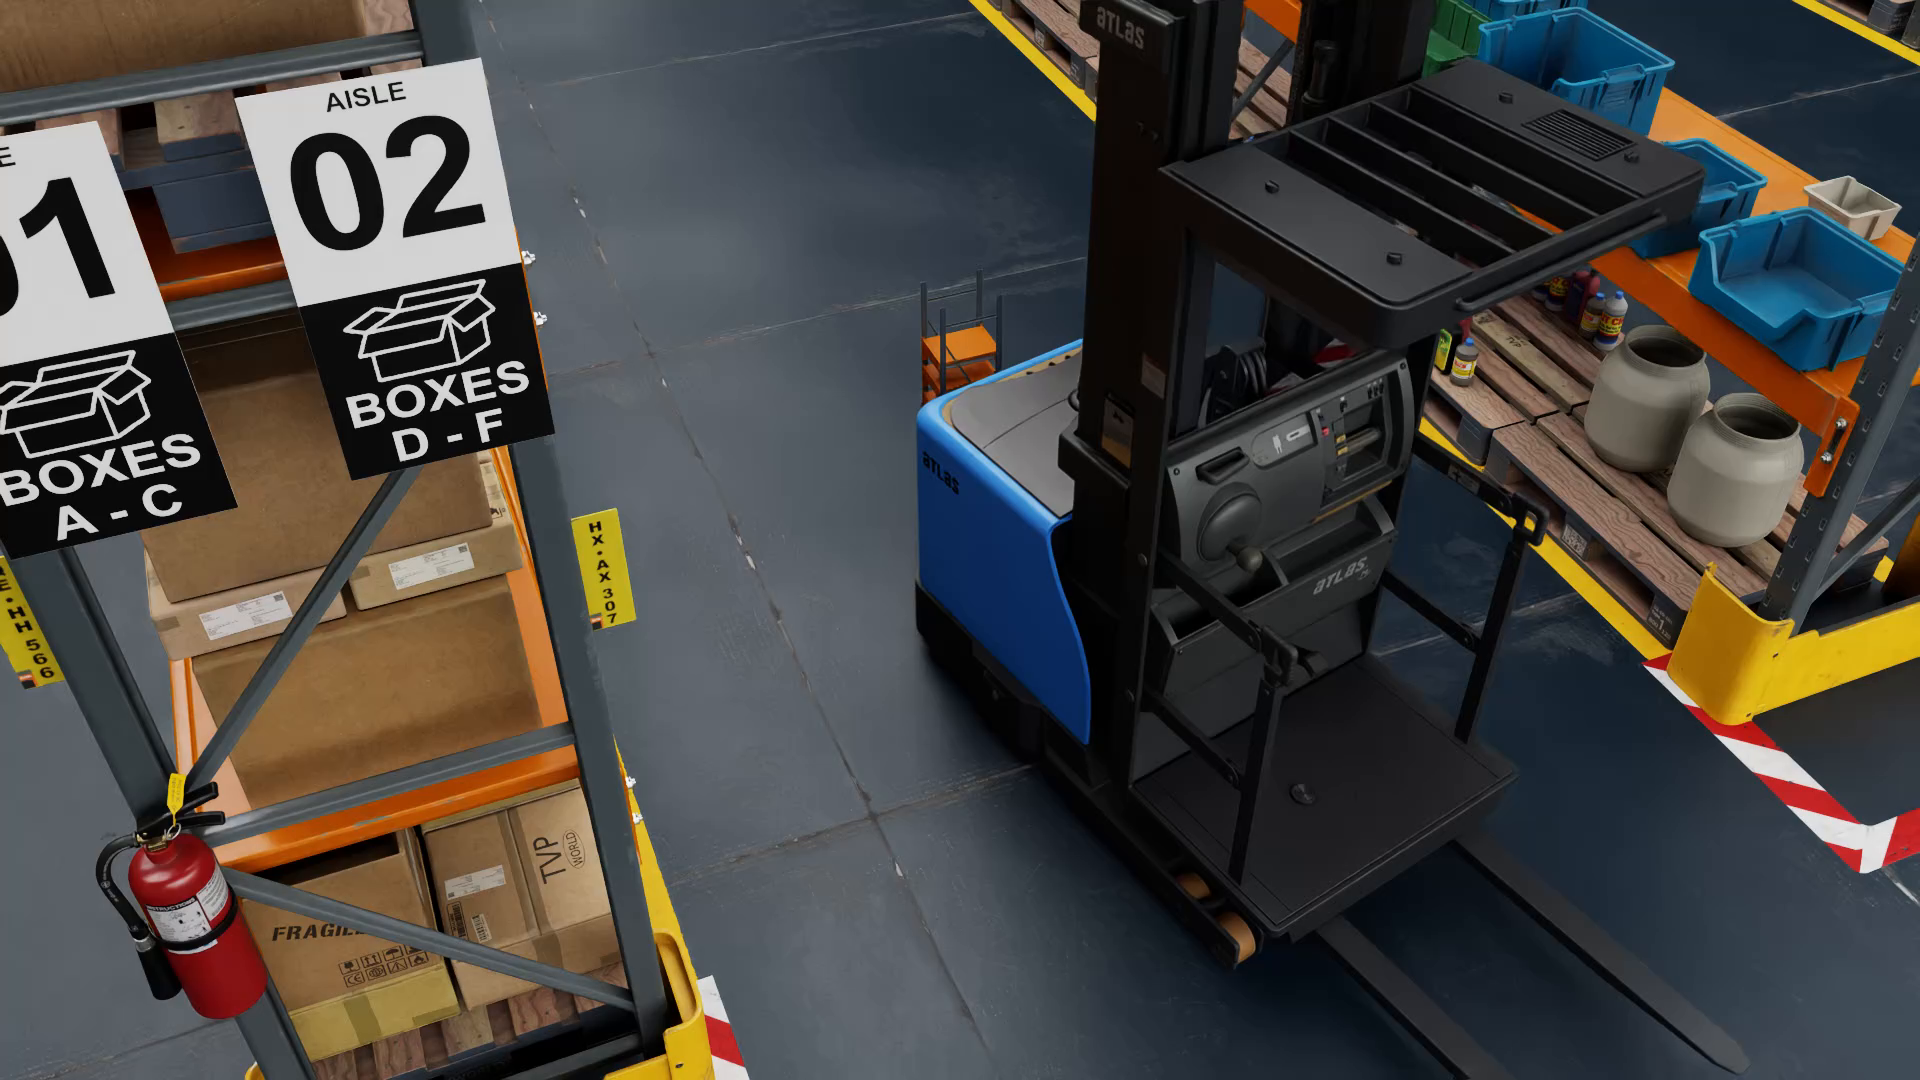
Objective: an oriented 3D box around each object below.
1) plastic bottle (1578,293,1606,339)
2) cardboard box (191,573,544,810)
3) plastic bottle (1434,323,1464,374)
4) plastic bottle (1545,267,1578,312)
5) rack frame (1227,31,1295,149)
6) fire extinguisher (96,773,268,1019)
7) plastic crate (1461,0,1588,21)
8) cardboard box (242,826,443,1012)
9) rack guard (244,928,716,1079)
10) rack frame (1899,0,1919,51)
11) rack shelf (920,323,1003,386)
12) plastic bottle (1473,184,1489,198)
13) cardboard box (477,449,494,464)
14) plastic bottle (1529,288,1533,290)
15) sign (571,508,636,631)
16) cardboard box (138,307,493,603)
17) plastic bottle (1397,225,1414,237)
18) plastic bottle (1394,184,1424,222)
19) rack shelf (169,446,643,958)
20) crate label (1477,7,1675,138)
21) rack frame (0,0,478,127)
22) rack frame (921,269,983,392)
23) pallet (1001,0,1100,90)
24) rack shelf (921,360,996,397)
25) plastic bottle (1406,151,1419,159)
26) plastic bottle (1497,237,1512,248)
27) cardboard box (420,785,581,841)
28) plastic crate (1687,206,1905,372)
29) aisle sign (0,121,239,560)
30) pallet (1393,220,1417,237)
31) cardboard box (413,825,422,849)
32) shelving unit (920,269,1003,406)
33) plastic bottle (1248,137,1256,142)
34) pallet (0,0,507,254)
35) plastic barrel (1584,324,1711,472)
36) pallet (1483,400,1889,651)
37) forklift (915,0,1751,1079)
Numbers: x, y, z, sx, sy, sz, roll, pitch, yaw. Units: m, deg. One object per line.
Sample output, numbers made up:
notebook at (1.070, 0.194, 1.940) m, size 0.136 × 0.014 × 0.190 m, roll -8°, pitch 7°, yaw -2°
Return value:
plastic bottle at (2.838, -1.010, 7.433) m, size 0.097 × 0.201 × 0.097 m, roll 0°, pitch 41°, yaw 0°
cardboard box at (-1.461, 0.239, 4.095) m, size 0.700 × 0.500 × 0.500 m, roll -15°, pitch 43°, yaw -17°
plastic bottle at (2.114, -0.872, 7.209) m, size 0.061 × 0.283 × 0.133 m, roll -14°, pitch 43°, yaw -16°
plastic bottle at (2.746, -1.181, 7.578) m, size 0.097 × 0.271 × 0.097 m, roll 0°, pitch 41°, yaw 0°
rack frame at (1.753, -3.082, 8.033) m, size 1.000 × 3.000 × 0.127 m, roll -15°, pitch 43°, yaw -17°
fire extinguisher at (-1.679, 0.778, 3.605) m, size 0.296 × 0.674 × 0.183 m, roll -15°, pitch 43°, yaw -17°
plastic crate at (2.427, -2.427, 7.385) m, size 0.499 × 0.251 × 0.616 m, roll -15°, pitch 43°, yaw -17°
cardboard box at (-1.775, 0.911, 4.601) m, size 0.500 × 0.500 × 0.500 m, roll -15°, pitch 43°, yaw -17°
rack guard at (-1.285, 1.523, 4.595) m, size 1.175 × 0.500 × 0.348 m, roll -15°, pitch 43°, yaw -17°
rack frame at (6.329, -4.318, 9.470) m, size 1.000 × 3.000 × 0.127 m, roll -15°, pitch 43°, yaw -17°
rack shelf at (0.006, -0.685, 6.143) m, size 0.258 × 0.103 × 0.180 m, roll -15°, pitch 43°, yaw -17°
plastic bottle at (2.462, -1.618, 8.025) m, size 0.144 × 0.351 × 0.185 m, roll -15°, pitch 43°, yaw -17°
cardboard box at (-1.349, -0.171, 4.074) m, size 0.380 × 0.149 × 0.250 m, roll -16°, pitch 43°, yaw -18°
plastic bottle at (2.670, -1.274, 7.740) m, size 0.097 × 0.201 × 0.097 m, roll 0°, pitch 41°, yaw 0°
sign at (-0.780, 0.068, 3.646) m, size 0.100 × 0.325 × 0.005 m, roll -15°, pitch 43°, yaw -17°
cardboard box at (-1.482, -0.285, 3.709) m, size 0.700 × 0.500 × 0.500 m, roll -15°, pitch 43°, yaw -17°
plastic bottle at (2.040, -1.309, 7.723) m, size 0.152 × 0.276 × 0.135 m, roll -15°, pitch 43°, yaw -17°
plastic bottle at (2.212, -1.732, 8.215) m, size 0.152 × 0.276 × 0.135 m, roll -15°, pitch 43°, yaw -17°
rack shelf at (-2.060, -0.371, 5.432) m, size 1.077 × 0.370 × 4.000 m, roll -15°, pitch 43°, yaw -17°
crate label at (2.329, -1.727, 6.431) m, size 0.502 × 0.435 × 0.616 m, roll -15°, pitch 43°, yaw -17°
rack frame at (-1.295, -1.714, 1.841) m, size 1.000 × 3.000 × 0.127 m, roll -15°, pitch 43°, yaw -17°
rack frame at (-0.029, -0.501, 6.413) m, size 0.240 × 1.200 × 0.006 m, roll -15°, pitch 43°, yaw -17°
pallet at (0.946, -3.224, 10.337) m, size 1.003 × 0.211 × 1.213 m, roll -15°, pitch 43°, yaw -17°
rack shelf at (0.006, -0.594, 6.221) m, size 0.258 × 0.103 × 0.180 m, roll -15°, pitch 43°, yaw -17°
plastic bottle at (2.265, -1.928, 8.386) m, size 0.144 × 0.351 × 0.185 m, roll -16°, pitch 43°, yaw -18°
plastic bottle at (2.591, -1.398, 7.884) m, size 0.097 × 0.201 × 0.097 m, roll 0°, pitch 41°, yaw 0°
cardboard box at (-1.489, 0.766, 5.346) m, size 0.500 × 0.250 × 0.500 m, roll -15°, pitch 43°, yaw -17°
plastic crate at (2.815, -0.843, 5.544) m, size 0.499 × 0.251 × 0.616 m, roll -15°, pitch 43°, yaw -17°
aisle sign at (-1.541, -0.312, 2.818) m, size 0.394 × 0.787 × 0.004 m, roll -15°, pitch 43°, yaw -17°
pallet at (1.971, -1.610, 8.460) m, size 1.003 × 0.211 × 1.213 m, roll -15°, pitch 43°, yaw -17°
cardboard box at (-1.975, 0.897, 5.193) m, size 0.500 × 0.250 × 0.500 m, roll -15°, pitch 43°, yaw -17°
shelving unit at (0.006, -0.446, 6.349) m, size 0.258 × 1.200 × 0.189 m, roll -15°, pitch 43°, yaw -17°
plastic bottle at (1.470, -1.913, 8.429) m, size 0.097 × 0.271 × 0.097 m, roll 0°, pitch 41°, yaw 0°
pallet at (-1.541, -0.975, 3.351) m, size 1.003 × 0.211 × 1.213 m, roll -15°, pitch 43°, yaw -17°
plastic barrel at (2.769, -0.568, 6.695) m, size 0.421 × 0.512 × 0.421 m, roll 0°, pitch 41°, yaw 0°
pallet at (2.905, -0.140, 6.751) m, size 1.003 × 0.211 × 1.213 m, roll -15°, pitch 43°, yaw -17°
forklift at (1.091, -0.147, 4.672) m, size 1.130 × 2.935 × 3.031 m, roll -25°, pitch 46°, yaw -26°
